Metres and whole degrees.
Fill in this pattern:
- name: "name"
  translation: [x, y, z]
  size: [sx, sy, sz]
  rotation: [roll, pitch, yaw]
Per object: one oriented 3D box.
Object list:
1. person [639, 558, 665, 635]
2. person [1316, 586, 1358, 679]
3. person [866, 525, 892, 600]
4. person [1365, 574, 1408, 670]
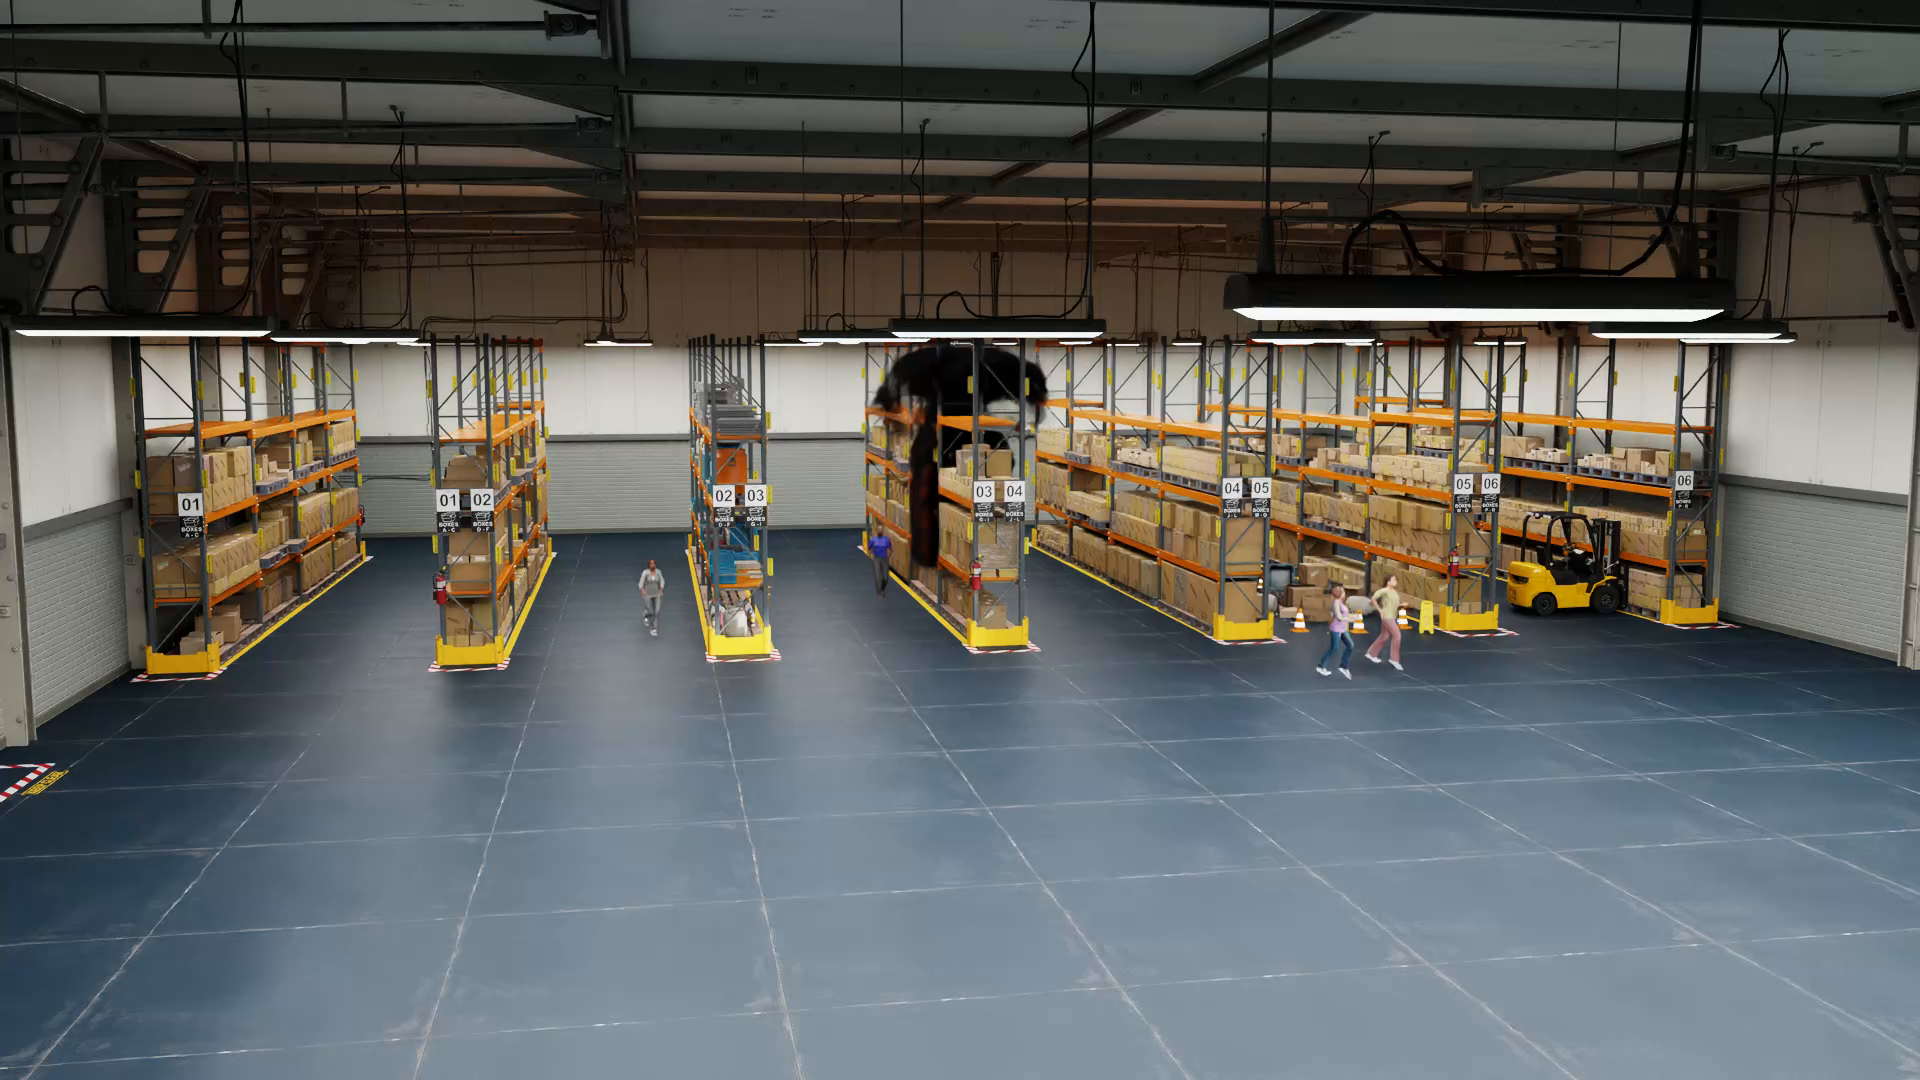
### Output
- name: "person"
  translation: [-6.211, 1.127, 33.516]
  size: [0.522, 1.554, 0.571]
  rotation: [-3, 7, -23]
- name: "person"
  translation: [6.589, 1.612, 28.974]
  size: [0.711, 1.638, 0.504]
  rotation: [3, 7, 28]
- name: "person"
  translation: [-1.748, 0.484, 36.222]
  size: [0.576, 1.616, 0.557]
  rotation: [-1, 7, -9]
- name: "person"
  translation: [7.699, 1.461, 30.021]
  size: [0.762, 1.729, 0.562]
  rotation: [4, 8, 33]
